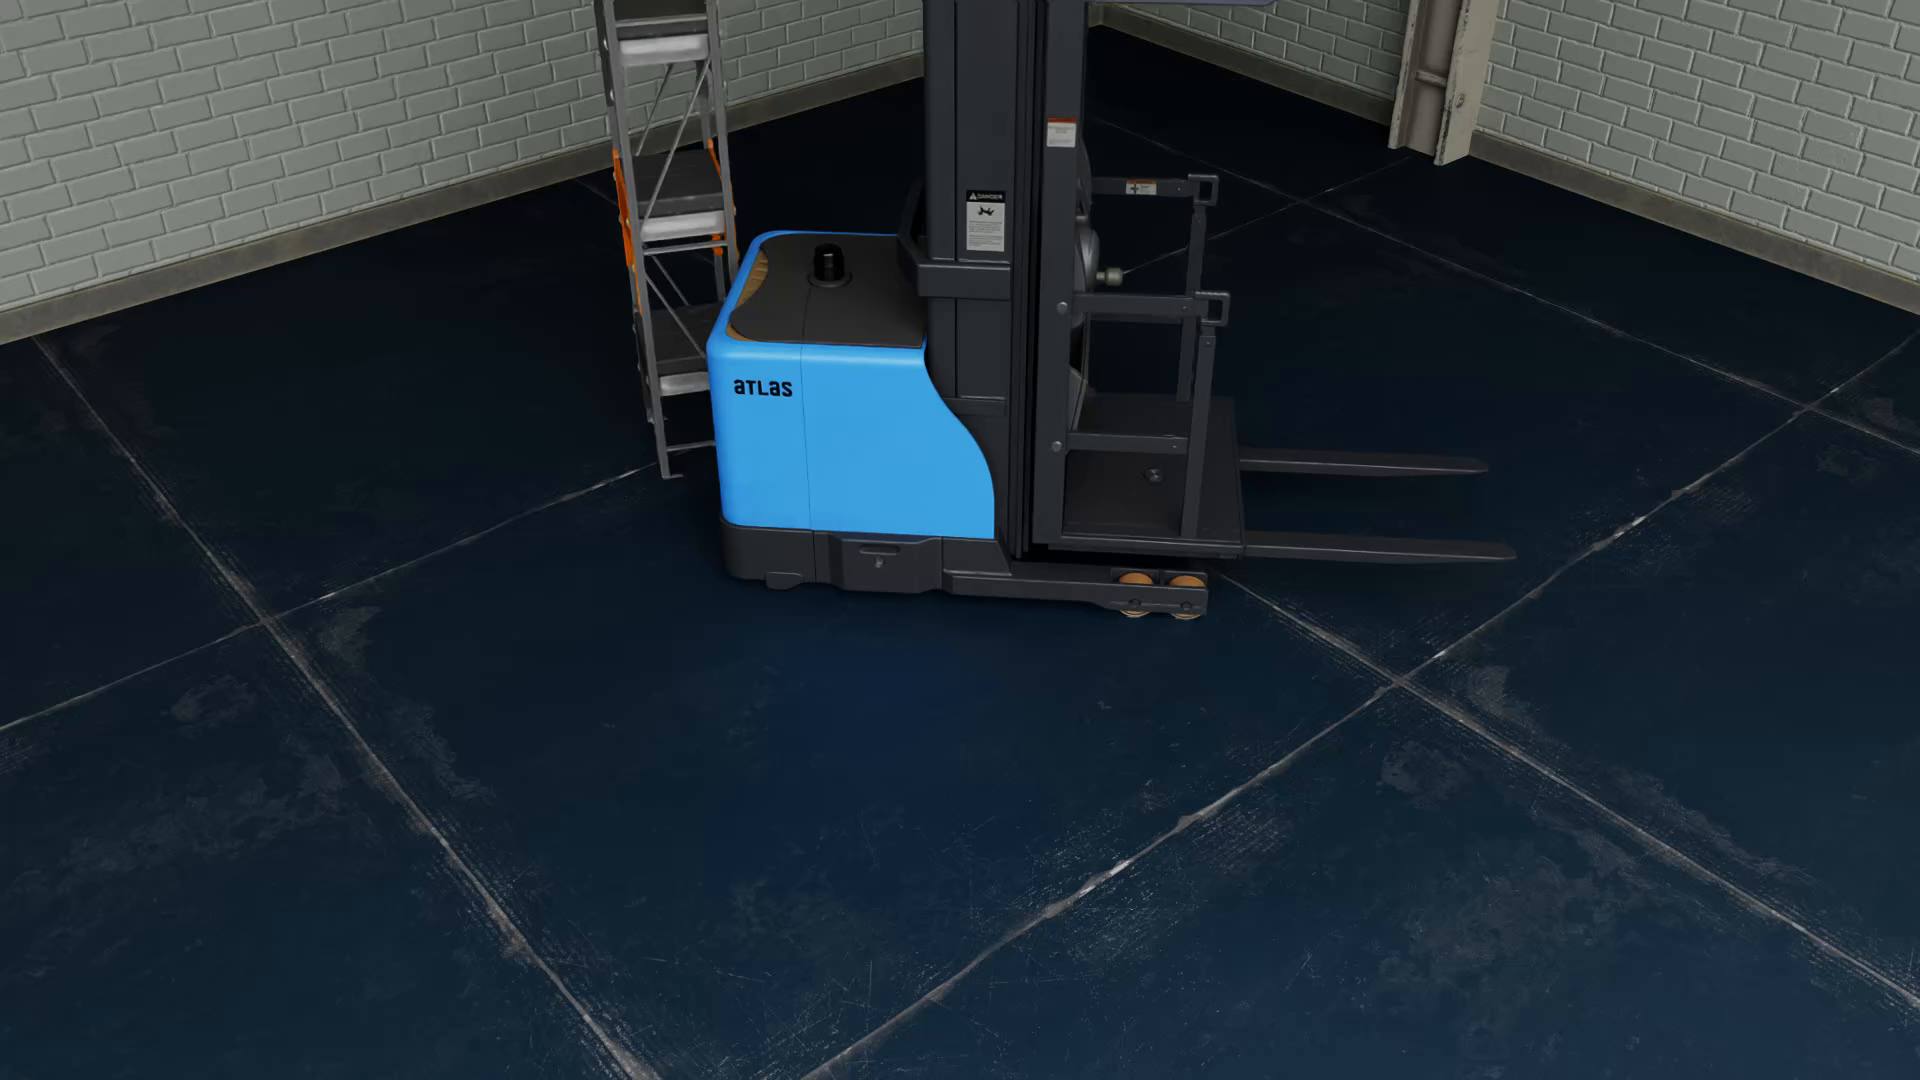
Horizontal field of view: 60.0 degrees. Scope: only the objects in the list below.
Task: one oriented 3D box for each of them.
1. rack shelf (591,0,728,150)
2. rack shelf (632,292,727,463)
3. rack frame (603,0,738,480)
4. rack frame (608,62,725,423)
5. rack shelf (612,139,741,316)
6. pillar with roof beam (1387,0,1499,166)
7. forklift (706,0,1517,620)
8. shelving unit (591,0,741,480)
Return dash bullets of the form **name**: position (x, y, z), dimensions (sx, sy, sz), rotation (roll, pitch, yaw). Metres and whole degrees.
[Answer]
- **rack shelf**: position (-1.149, -1.844, 6.350), dimensions (0.431, 0.518, 0.480), rotation (-9, 36, -13)
- **rack shelf**: position (-1.149, -0.702, 7.159), dimensions (0.431, 0.518, 0.480), rotation (-9, 36, -13)
- **rack frame**: position (-1.083, -1.149, 6.555), dimensions (0.400, 2.100, 0.015), rotation (-9, 36, -13)
- **rack frame**: position (-1.216, -1.420, 6.938), dimensions (0.400, 2.100, 0.015), rotation (-9, 36, -13)
- **rack shelf**: position (-1.149, -1.273, 6.755), dimensions (0.431, 0.518, 0.480), rotation (-9, 36, -13)
- **pillar with roof beam**: position (-0.442, -4.436, 5.227), dimensions (9.100, 9.000, 0.400), rotation (-26, 43, -32)
- **forklift**: position (0.623, -1.217, 5.932), dimensions (3.031, 2.935, 1.130), rotation (3, 35, 4)
- **shelving unit**: position (-1.149, -1.284, 6.747), dimensions (0.431, 2.100, 0.503), rotation (-9, 36, -13)
